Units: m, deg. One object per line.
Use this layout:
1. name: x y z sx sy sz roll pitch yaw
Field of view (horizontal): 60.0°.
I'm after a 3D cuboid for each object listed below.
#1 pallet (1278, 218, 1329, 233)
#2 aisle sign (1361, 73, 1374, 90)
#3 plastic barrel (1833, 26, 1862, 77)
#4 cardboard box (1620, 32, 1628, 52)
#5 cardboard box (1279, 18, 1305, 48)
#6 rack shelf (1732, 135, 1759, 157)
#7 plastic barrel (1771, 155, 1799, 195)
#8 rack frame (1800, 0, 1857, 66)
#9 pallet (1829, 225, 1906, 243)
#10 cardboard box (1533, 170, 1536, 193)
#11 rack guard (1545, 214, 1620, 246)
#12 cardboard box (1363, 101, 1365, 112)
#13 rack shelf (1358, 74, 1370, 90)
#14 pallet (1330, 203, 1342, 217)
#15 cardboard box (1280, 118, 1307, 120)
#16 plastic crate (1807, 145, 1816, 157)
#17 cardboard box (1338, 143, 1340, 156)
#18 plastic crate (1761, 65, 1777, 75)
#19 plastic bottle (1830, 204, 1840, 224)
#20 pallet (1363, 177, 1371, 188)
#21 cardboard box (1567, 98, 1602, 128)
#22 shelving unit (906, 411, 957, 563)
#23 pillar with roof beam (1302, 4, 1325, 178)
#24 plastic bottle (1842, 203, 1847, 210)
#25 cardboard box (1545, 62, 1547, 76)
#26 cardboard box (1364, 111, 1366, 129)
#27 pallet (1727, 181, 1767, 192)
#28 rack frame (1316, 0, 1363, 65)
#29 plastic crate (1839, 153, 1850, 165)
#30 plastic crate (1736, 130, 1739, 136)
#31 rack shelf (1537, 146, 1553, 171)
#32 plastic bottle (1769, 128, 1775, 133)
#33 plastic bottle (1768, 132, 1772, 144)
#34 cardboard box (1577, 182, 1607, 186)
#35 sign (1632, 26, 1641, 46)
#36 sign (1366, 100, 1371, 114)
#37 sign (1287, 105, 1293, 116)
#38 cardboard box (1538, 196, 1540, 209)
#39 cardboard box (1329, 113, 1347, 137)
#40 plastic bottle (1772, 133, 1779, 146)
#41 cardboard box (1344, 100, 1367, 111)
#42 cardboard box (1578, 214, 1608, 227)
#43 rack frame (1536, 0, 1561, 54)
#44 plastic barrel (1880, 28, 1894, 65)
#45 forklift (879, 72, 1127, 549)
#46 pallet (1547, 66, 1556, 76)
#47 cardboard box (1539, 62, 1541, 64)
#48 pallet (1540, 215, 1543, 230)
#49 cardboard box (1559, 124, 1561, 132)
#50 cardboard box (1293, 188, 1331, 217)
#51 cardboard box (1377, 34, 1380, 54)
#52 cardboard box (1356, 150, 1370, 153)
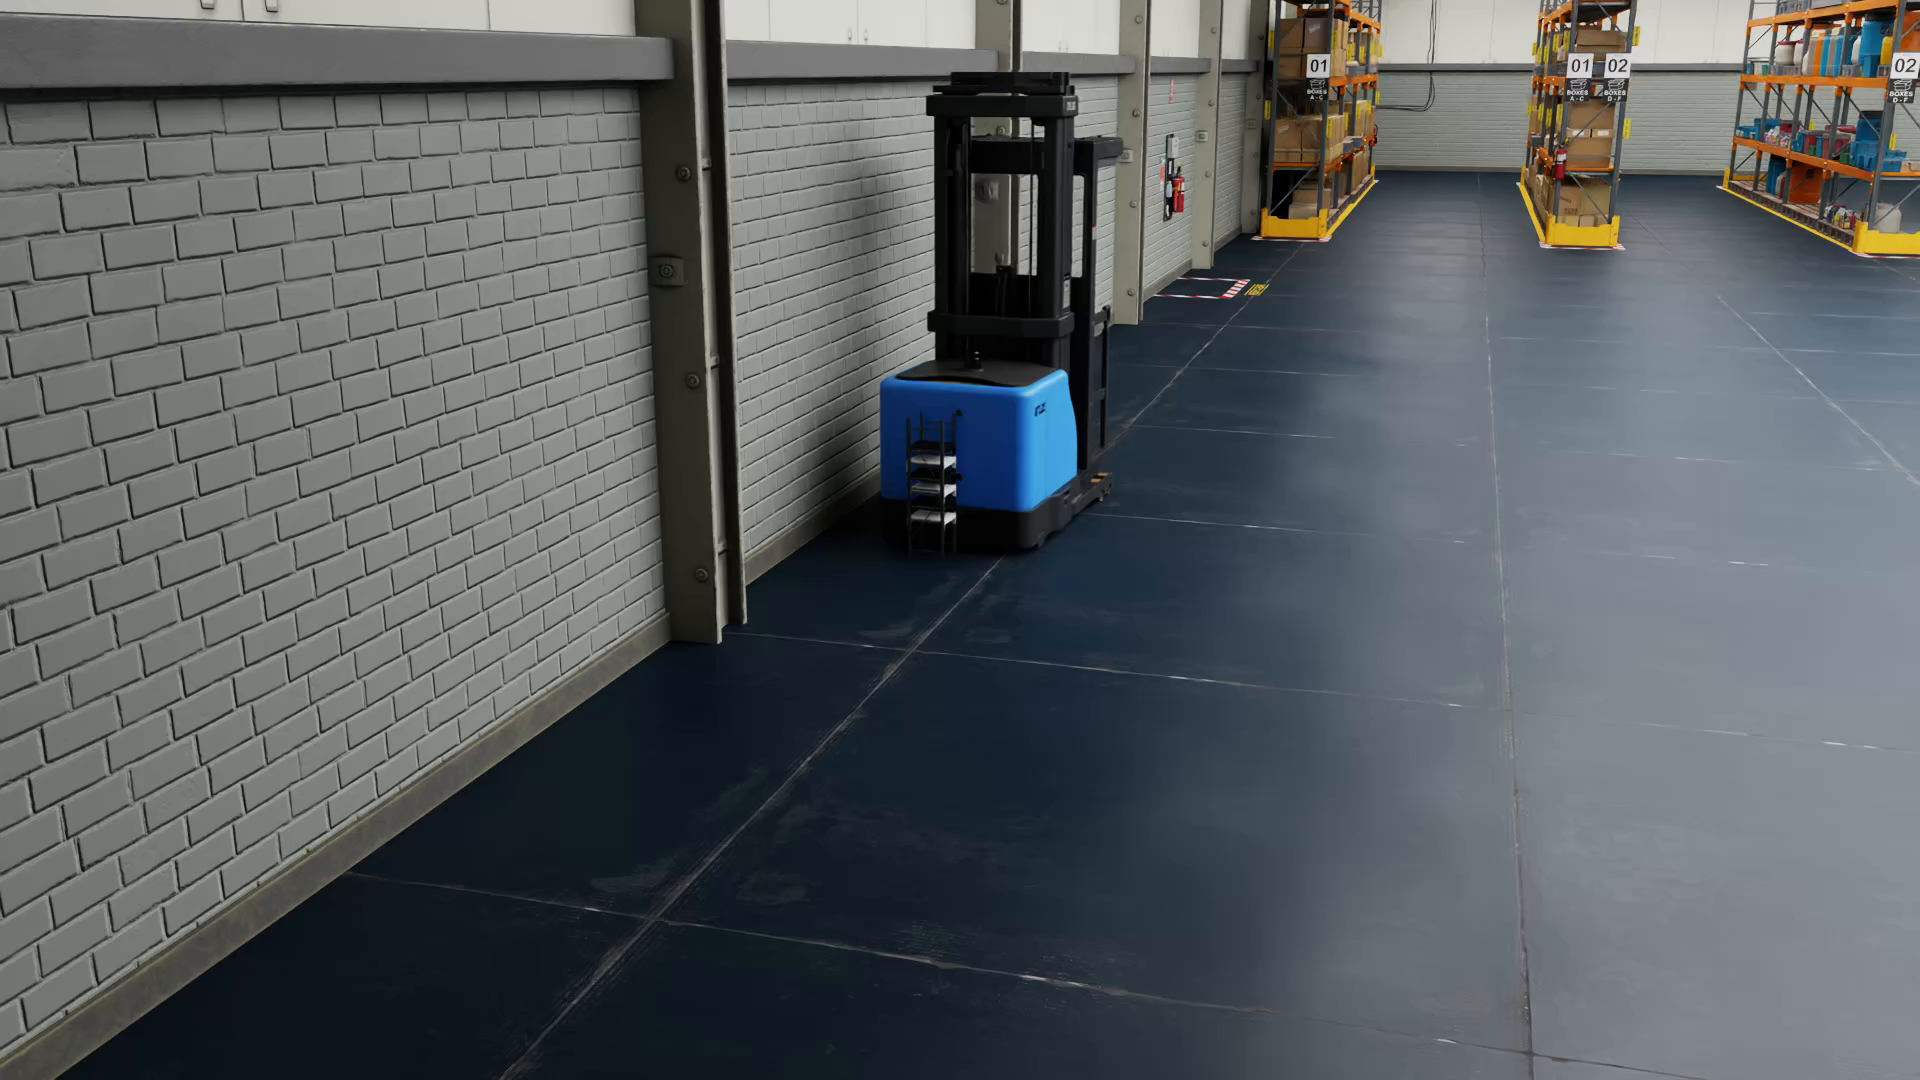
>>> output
1. pallet: 6.353 -5.868 31.132 1.003 0.211 1.213 5 16 16
2. aisle sign: 10.922 -12.412 44.329 0.394 0.787 0.004 5 16 16
3. plastic barrel: 16.639 -9.092 30.973 0.600 0.901 0.708 5 16 16
4. cardboard box: 11.551 -8.771 29.548 0.500 0.500 0.500 5 16 16
5. cardboard box: 5.939 -9.095 29.848 0.500 0.500 0.500 5 17 18
6. rack shelf: 19.544 -9.528 40.244 1.077 0.370 4.000 5 16 16
7. plastic barrel: 18.604 -8.218 37.380 0.600 0.901 0.708 5 16 16
8. rack frame: 17.839 -11.191 33.793 1.000 3.000 0.127 5 16 16
9. pallet: 16.127 -5.424 29.566 1.003 0.211 1.213 5 16 16
10. cardboard box: 13.279 -8.097 37.655 0.500 0.500 0.500 4 16 14
11. rack guard: 10.811 -5.388 28.909 1.175 0.500 0.348 5 16 16
12. cardboard box: 9.435 -10.406 39.881 0.500 0.250 0.500 5 17 17
13. rack shelf: 8.909 -10.693 38.854 1.077 0.370 4.000 5 16 16
14. pallet: 7.423 -6.889 34.730 1.003 0.211 1.213 5 16 16
15. cardboard box: 6.150 -7.549 30.811 0.500 0.500 0.500 5 17 17
16. plastic crate: 16.926 -7.634 32.635 0.450 0.188 0.662 5 16 16
17. cardboard box: 7.082 -7.554 32.203 0.500 0.250 0.500 5 16 16
18. plastic crate: 18.928 -10.977 38.842 0.416 0.233 0.300 5 16 16
19. plastic bottle: 16.021 -5.967 30.419 0.144 0.351 0.185 4 16 14
20. pallet: 10.113 -9.291 43.199 1.003 0.211 1.213 5 16 16
21. cardboard box: 11.122 -7.542 29.362 0.700 0.500 0.500 4 16 14
22. shelving unit: -0.177 -0.330 10.344 0.258 0.900 0.210 6 17 20
23. pillar with roof beam: 12.974 -12.922 39.897 9.100 9.000 0.400 5 16 16
24. plastic bottle: 16.213 -6.005 30.553 0.144 0.351 0.185 5 16 16
25. cardboard box: 13.327 -10.431 36.429 0.910 0.500 0.500 5 16 16
26. cardboard box: 9.588 -10.180 40.458 0.500 0.500 0.500 4 16 15
27. pallet: 19.841 -8.844 41.621 1.003 0.211 1.213 5 16 16
28. rack frame: 8.340 -11.959 36.502 1.000 3.000 0.127 5 16 16
29. plastic crate: 16.046 -6.823 29.776 0.450 0.188 0.662 5 16 16
30. plastic crate: 19.556 -10.183 41.608 0.250 0.136 0.298 5 16 16
31. rack shelf: 12.523 -7.821 34.223 1.077 0.370 4.000 5 16 16
32. plastic bottle: 18.553 -9.250 38.035 0.144 0.351 0.185 5 16 16
33. plastic bottle: 18.316 -9.074 37.559 0.097 0.271 0.097 0 16 0
34. cardboard box: 11.453 -6.223 30.166 0.500 0.500 0.500 5 16 16
35. sign: 11.348 -8.454 27.894 0.100 0.325 0.005 5 16 16
36. sign: 10.000 -10.599 40.723 0.100 0.325 0.005 5 16 16
37. sign: 6.670 -8.626 33.621 0.100 0.325 0.005 5 16 16
38. cardboard box: 11.940 -6.786 33.526 0.500 0.250 0.500 4 16 15
39. cardboard box: 8.084 -9.061 36.288 0.700 0.500 0.500 3 16 11
40. plastic bottle: 18.150 -8.897 36.928 0.152 0.276 0.135 5 16 16
41. cardboard box: 9.590 -10.539 40.350 0.500 0.250 0.500 5 17 17
42. cardboard box: 11.183 -5.599 29.342 0.500 0.250 0.500 5 16 16
43. rack frame: 15.364 -13.669 42.530 1.000 3.000 0.127 5 16 16
44. plastic barrel: 15.768 -8.256 27.827 0.600 0.588 0.600 0 16 0
45. forklift: 0.469 -1.715 11.505 1.130 2.935 3.031 6 17 20
46. pallet: 12.984 -9.858 34.936 1.213 0.211 1.003 5 17 18
47. cardboard box: 14.105 -11.496 39.725 0.500 0.250 0.500 5 16 16
48. pallet: 11.688 -6.097 31.938 1.003 0.211 1.213 5 16 16
49. cardboard box: 11.403 -7.681 31.040 0.380 0.149 0.250 4 16 14
50. cardboard box: 6.768 -6.500 32.025 0.700 0.500 0.500 4 16 12
51. cardboard box: 10.667 -12.935 43.388 0.500 0.500 0.500 5 16 16
52. cardboard box: 10.649 -10.239 44.054 0.380 0.149 0.250 4 16 15
